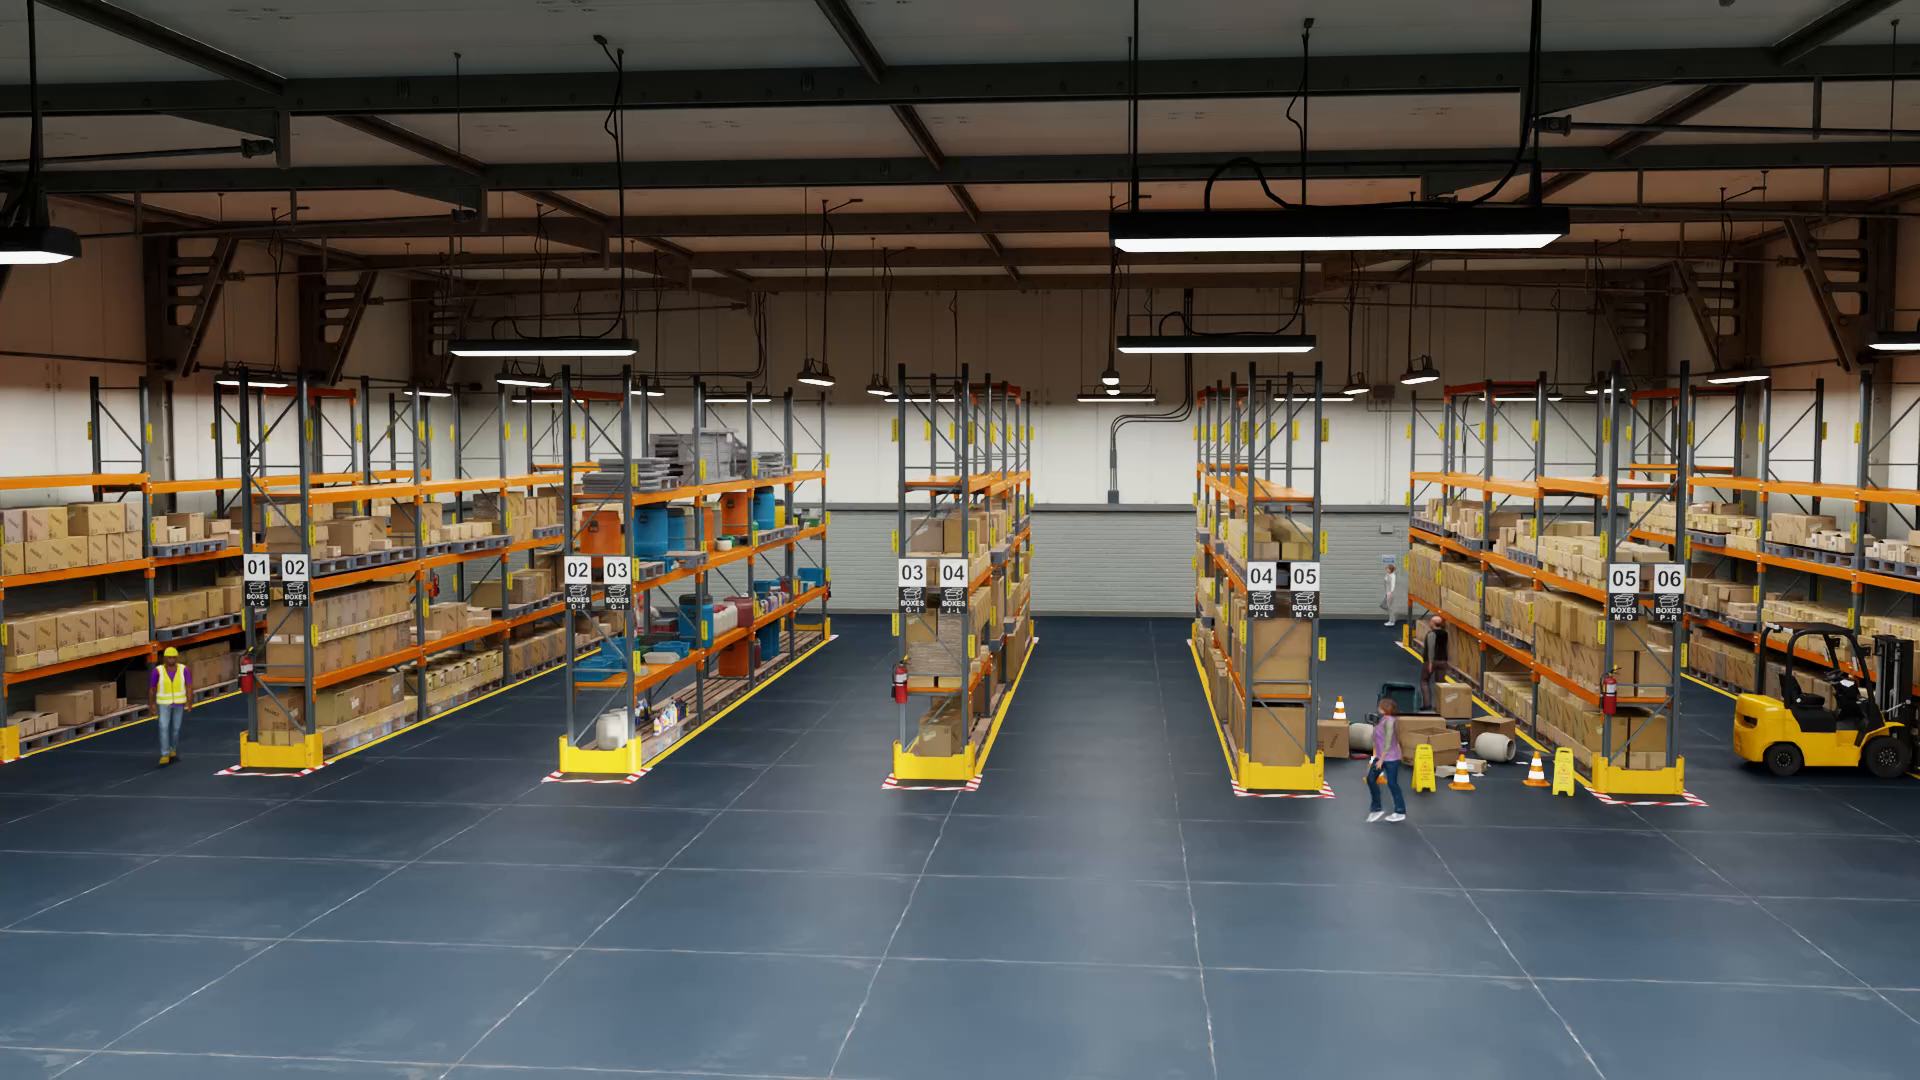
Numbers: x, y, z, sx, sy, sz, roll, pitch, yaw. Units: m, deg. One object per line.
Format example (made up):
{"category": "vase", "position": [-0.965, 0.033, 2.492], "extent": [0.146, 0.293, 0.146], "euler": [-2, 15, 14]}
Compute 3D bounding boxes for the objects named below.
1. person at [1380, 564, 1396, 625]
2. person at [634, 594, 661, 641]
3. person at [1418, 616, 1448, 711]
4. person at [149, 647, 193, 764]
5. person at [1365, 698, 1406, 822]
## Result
{"category": "person", "position": [11.143, 1.425, 43.152], "extent": [0.425, 1.578, 0.455], "euler": [0, 4, -3]}
{"category": "person", "position": [-6.567, 1.952, 34.497], "extent": [0.629, 1.687, 0.570], "euler": [1, 4, 16]}
{"category": "person", "position": [8.566, 2.250, 29.832], "extent": [0.524, 1.753, 0.557], "euler": [-1, 4, -11]}
{"category": "person", "position": [-11.991, 2.491, 25.318], "extent": [0.604, 1.718, 0.957], "euler": [-3, 5, -37]}
{"category": "person", "position": [5.502, 2.851, 21.355], "extent": [0.496, 1.654, 0.404], "euler": [-1, 4, -13]}
